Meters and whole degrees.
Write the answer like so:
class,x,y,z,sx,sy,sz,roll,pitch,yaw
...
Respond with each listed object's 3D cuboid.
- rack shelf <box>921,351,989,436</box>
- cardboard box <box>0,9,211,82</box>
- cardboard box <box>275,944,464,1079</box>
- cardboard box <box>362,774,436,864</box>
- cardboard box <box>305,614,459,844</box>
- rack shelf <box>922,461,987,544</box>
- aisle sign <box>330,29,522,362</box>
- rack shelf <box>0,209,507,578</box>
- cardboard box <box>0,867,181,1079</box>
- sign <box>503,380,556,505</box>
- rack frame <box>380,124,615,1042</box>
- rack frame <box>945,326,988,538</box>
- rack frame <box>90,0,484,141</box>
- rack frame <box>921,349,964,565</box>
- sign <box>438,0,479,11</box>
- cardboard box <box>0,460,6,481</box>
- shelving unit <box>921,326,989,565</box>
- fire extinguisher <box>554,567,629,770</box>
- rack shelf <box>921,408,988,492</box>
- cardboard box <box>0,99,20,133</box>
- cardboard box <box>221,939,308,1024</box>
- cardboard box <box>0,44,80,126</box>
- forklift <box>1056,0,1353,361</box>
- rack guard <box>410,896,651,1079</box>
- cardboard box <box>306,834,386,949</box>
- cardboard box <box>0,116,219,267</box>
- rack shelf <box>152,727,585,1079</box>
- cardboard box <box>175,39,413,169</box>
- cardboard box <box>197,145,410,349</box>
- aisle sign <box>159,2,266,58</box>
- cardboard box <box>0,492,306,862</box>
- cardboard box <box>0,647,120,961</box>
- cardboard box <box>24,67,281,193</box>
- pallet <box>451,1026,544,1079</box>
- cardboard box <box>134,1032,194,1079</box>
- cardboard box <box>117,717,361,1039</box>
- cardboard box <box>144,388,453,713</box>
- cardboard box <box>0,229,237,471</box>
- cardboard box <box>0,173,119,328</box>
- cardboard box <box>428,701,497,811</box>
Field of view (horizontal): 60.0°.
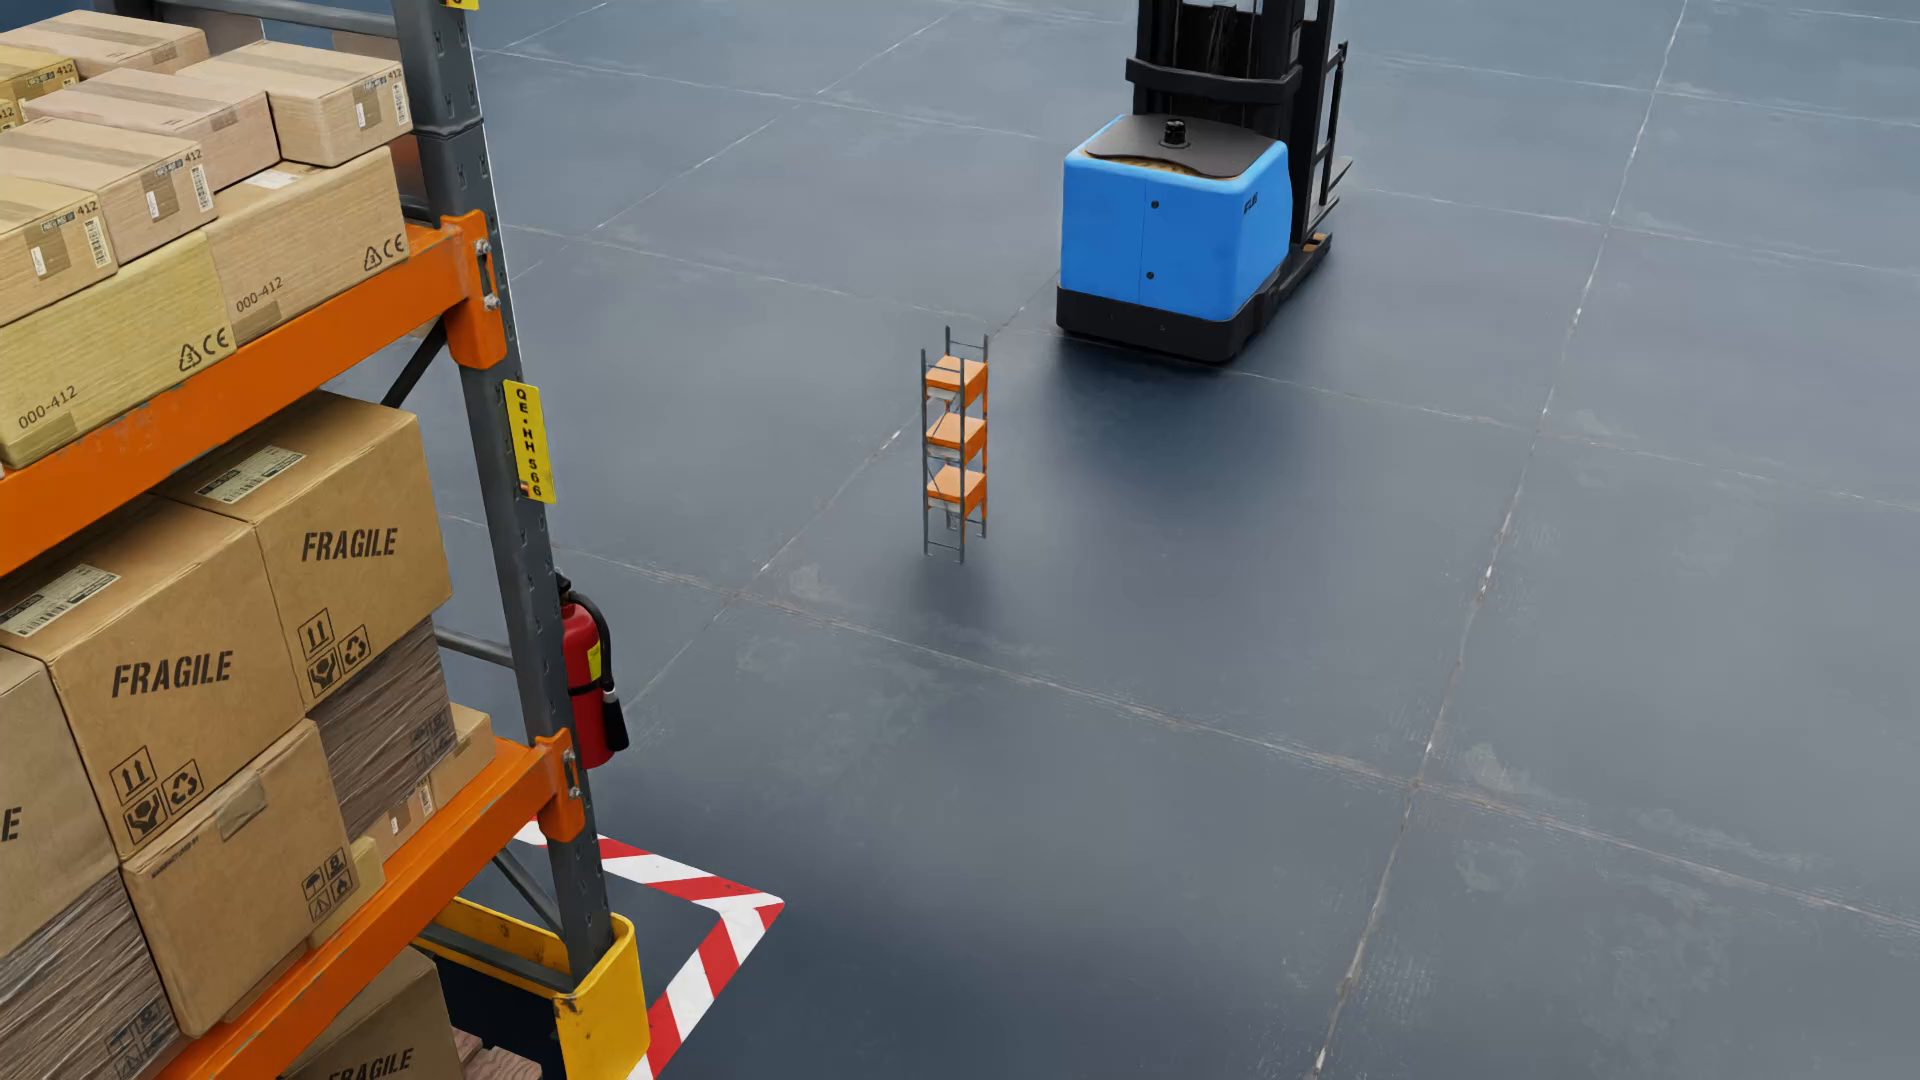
class,x,y,z,sx,sy,sz,roll,pitch,yaw
rack shelf,-0.022,-0.641,7.272,0.215,0.259,0.240,14,36,20
cardboard box,-1.862,-1.029,3.622,0.380,0.149,0.250,14,36,20
cardboard box,-1.813,1.422,4.743,0.500,0.500,0.500,21,39,29
cardboard box,-1.574,0.664,4.232,0.380,0.149,0.250,14,36,20
cardboard box,-1.792,0.346,4.124,0.875,0.500,0.500,14,36,20
rack shelf,-0.022,-0.171,7.580,0.215,0.259,0.240,14,36,20
aisle sign,-1.238,-0.804,3.870,0.394,0.787,0.004,14,36,20
rack shelf,-2.374,0.287,2.497,1.077,0.370,4.000,14,36,20
cardboard box,-2.141,0.862,3.338,0.875,0.500,0.500,14,36,20
sign,-1.041,-0.234,4.027,0.100,0.325,0.005,14,36,20
rack frame,-1.537,0.245,4.641,1.000,3.000,0.127,14,36,20
rack frame,0.029,-0.473,7.514,0.200,1.050,0.008,14,36,20
rack frame,-1.537,-2.264,2.996,1.000,3.000,0.127,14,36,20
rack frame,-0.073,-0.352,7.329,0.200,1.050,0.008,14,36,20
sign,-1.041,-1.242,3.366,0.100,0.325,0.005,14,36,20
cardboard box,-1.936,-0.146,2.638,0.500,0.250,0.500,15,36,22
shelving unit,-0.022,-0.412,7.421,0.215,1.050,0.252,14,36,20
fire extinguisher,-1.070,0.326,4.588,0.296,0.674,0.183,14,36,20
rack shelf,-0.022,-0.404,7.427,0.215,0.259,0.240,14,36,20
cardboard box,-2.052,-0.768,3.224,0.380,0.149,0.250,14,36,20
cardboard box,-1.750,0.921,3.839,0.380,0.149,0.250,14,36,20
cardboard box,-2.058,-0.923,3.459,0.380,0.149,0.250,15,36,22
forklift,1.677,-2.991,9.639,1.130,2.935,3.031,16,36,23
rack guard,-1.569,1.328,5.269,1.175,0.500,0.348,14,36,20
cardboard box,-1.632,0.800,4.024,0.380,0.149,0.250,14,36,20
cardboard box,-1.600,-0.640,3.027,0.380,0.149,0.250,13,35,18
rack shelf,-2.374,1.542,3.319,1.077,0.370,4.000,14,36,20
cardboard box,-1.370,-0.904,3.430,0.380,0.149,0.250,14,36,20
cardboard box,-1.508,-0.648,3.405,0.500,0.250,0.500,15,36,22
aisle sign,-1.783,-0.942,4.080,0.394,0.787,0.004,14,36,20
cardboard box,-1.746,0.241,3.372,0.500,0.500,0.500,14,36,20
cardboard box,-1.958,0.490,2.993,0.500,0.500,0.500,14,36,20
cardboard box,-1.585,-0.801,3.274,0.380,0.149,0.250,13,35,19
pallet,-1.941,1.845,4.743,1.003,0.211,1.213,14,36,20
cardboard box,-1.892,1.036,3.664,0.380,0.149,0.250,14,36,20
cardboard box,-1.892,0.623,3.702,0.875,0.500,0.500,14,36,20
cardboard box,-1.543,-0.009,3.754,0.500,0.500,0.500,14,36,20
cardboard box,-1.714,-0.399,3.024,0.500,0.250,0.500,14,36,21
cardboard box,-1.683,-0.509,2.828,0.380,0.149,0.250,14,36,21
cardboard box,-1.469,0.539,4.421,0.380,0.149,0.250,14,36,20
